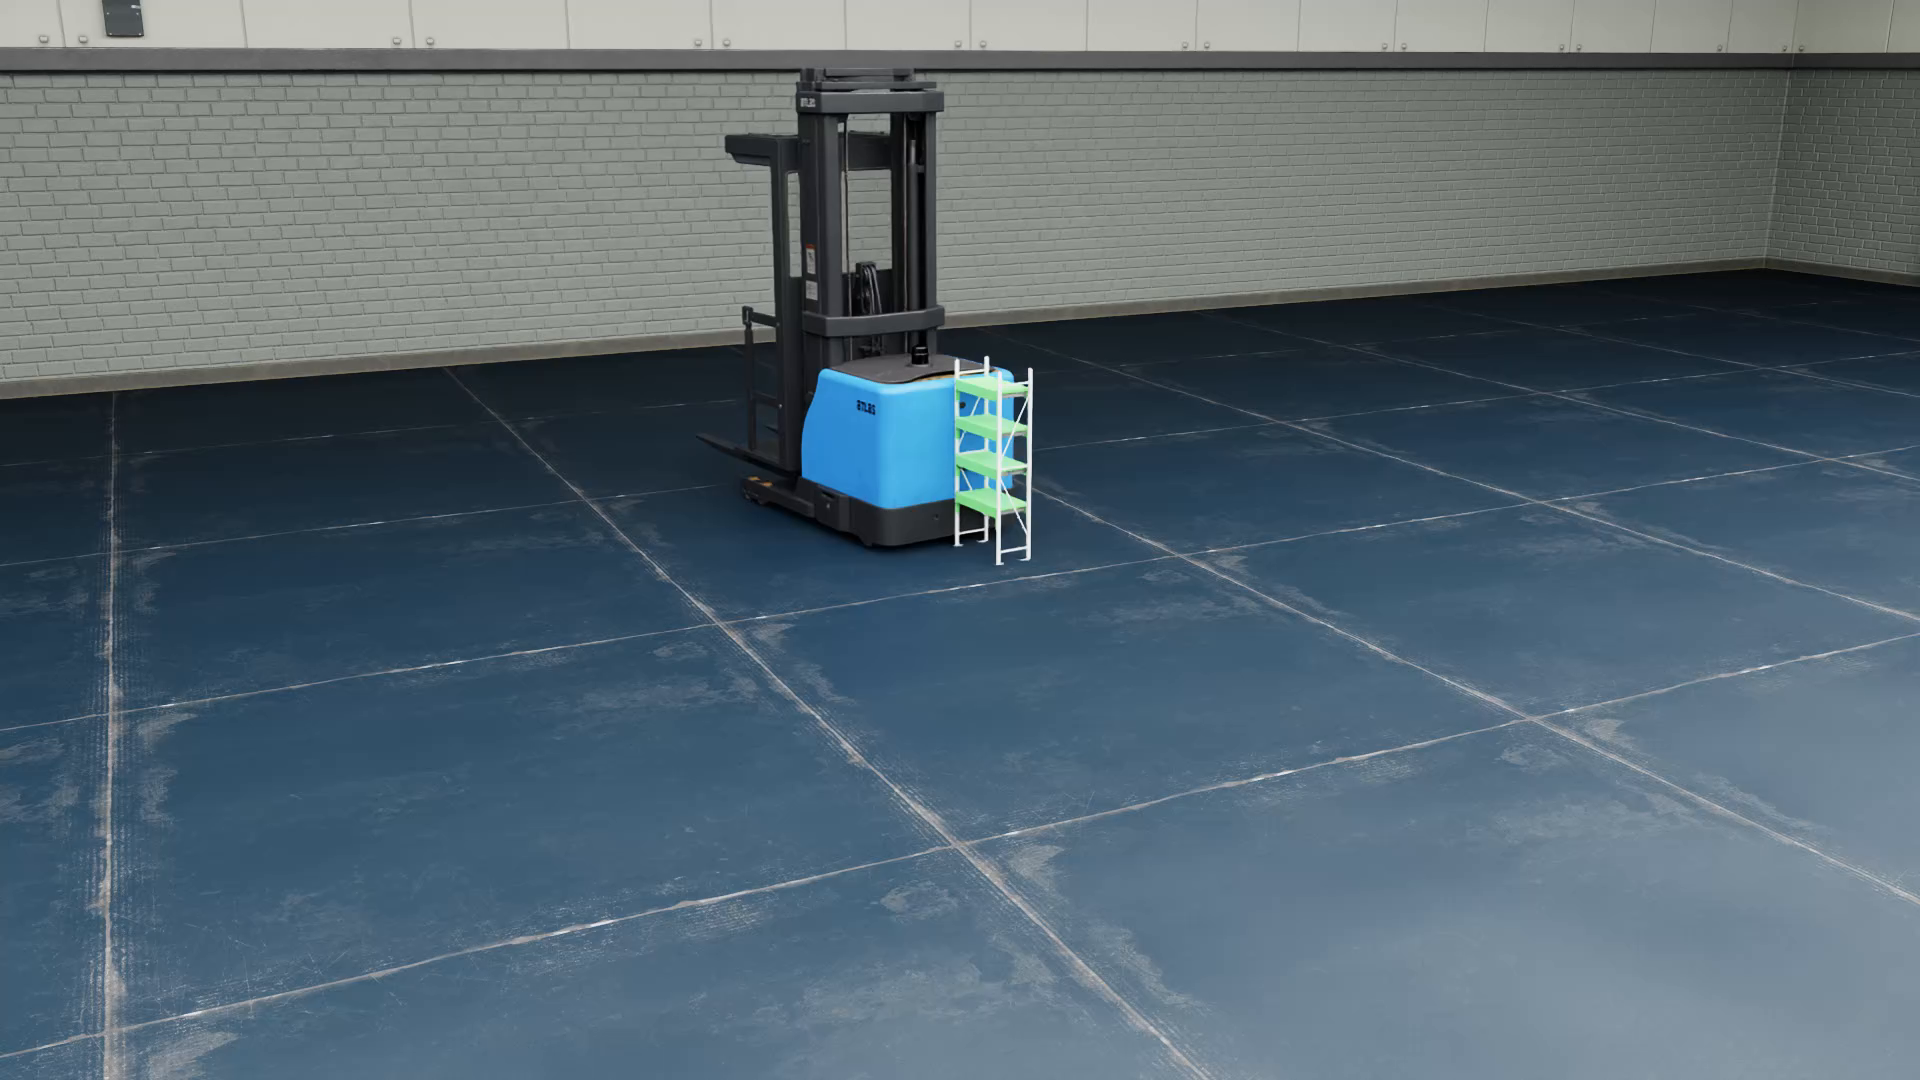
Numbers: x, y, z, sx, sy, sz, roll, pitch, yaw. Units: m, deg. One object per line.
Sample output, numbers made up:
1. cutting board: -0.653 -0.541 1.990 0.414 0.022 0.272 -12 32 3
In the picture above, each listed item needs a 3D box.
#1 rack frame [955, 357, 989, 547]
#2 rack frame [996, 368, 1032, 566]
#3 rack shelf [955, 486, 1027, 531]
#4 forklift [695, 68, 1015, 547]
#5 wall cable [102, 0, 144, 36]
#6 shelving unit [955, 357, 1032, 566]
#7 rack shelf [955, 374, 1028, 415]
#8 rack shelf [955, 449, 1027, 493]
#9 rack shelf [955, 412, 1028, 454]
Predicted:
1. rack frame: 0.074 -0.552 10.498 0.240 1.200 0.015 -10 19 -30
2. rack frame: 0.329 -0.437 10.098 0.240 1.200 0.015 -10 19 -30
3. rack shelf: 0.202 -0.202 10.381 0.258 0.148 0.480 -10 19 -30
4. forklift: -0.895 -1.714 11.411 1.130 2.935 3.031 -11 19 -33
5. wall cable: -6.591 -7.532 14.519 2.305 6.003 0.169 -8 18 -25
6. shelving unit: 0.202 -0.494 10.298 0.258 1.200 0.503 -10 19 -30
7. rack shelf: 0.202 -0.894 10.183 0.258 0.148 0.480 -10 19 -30
8. rack shelf: 0.202 -0.433 10.315 0.258 0.148 0.480 -10 19 -30
9. rack shelf: 0.202 -0.663 10.249 0.258 0.148 0.480 -10 19 -30
